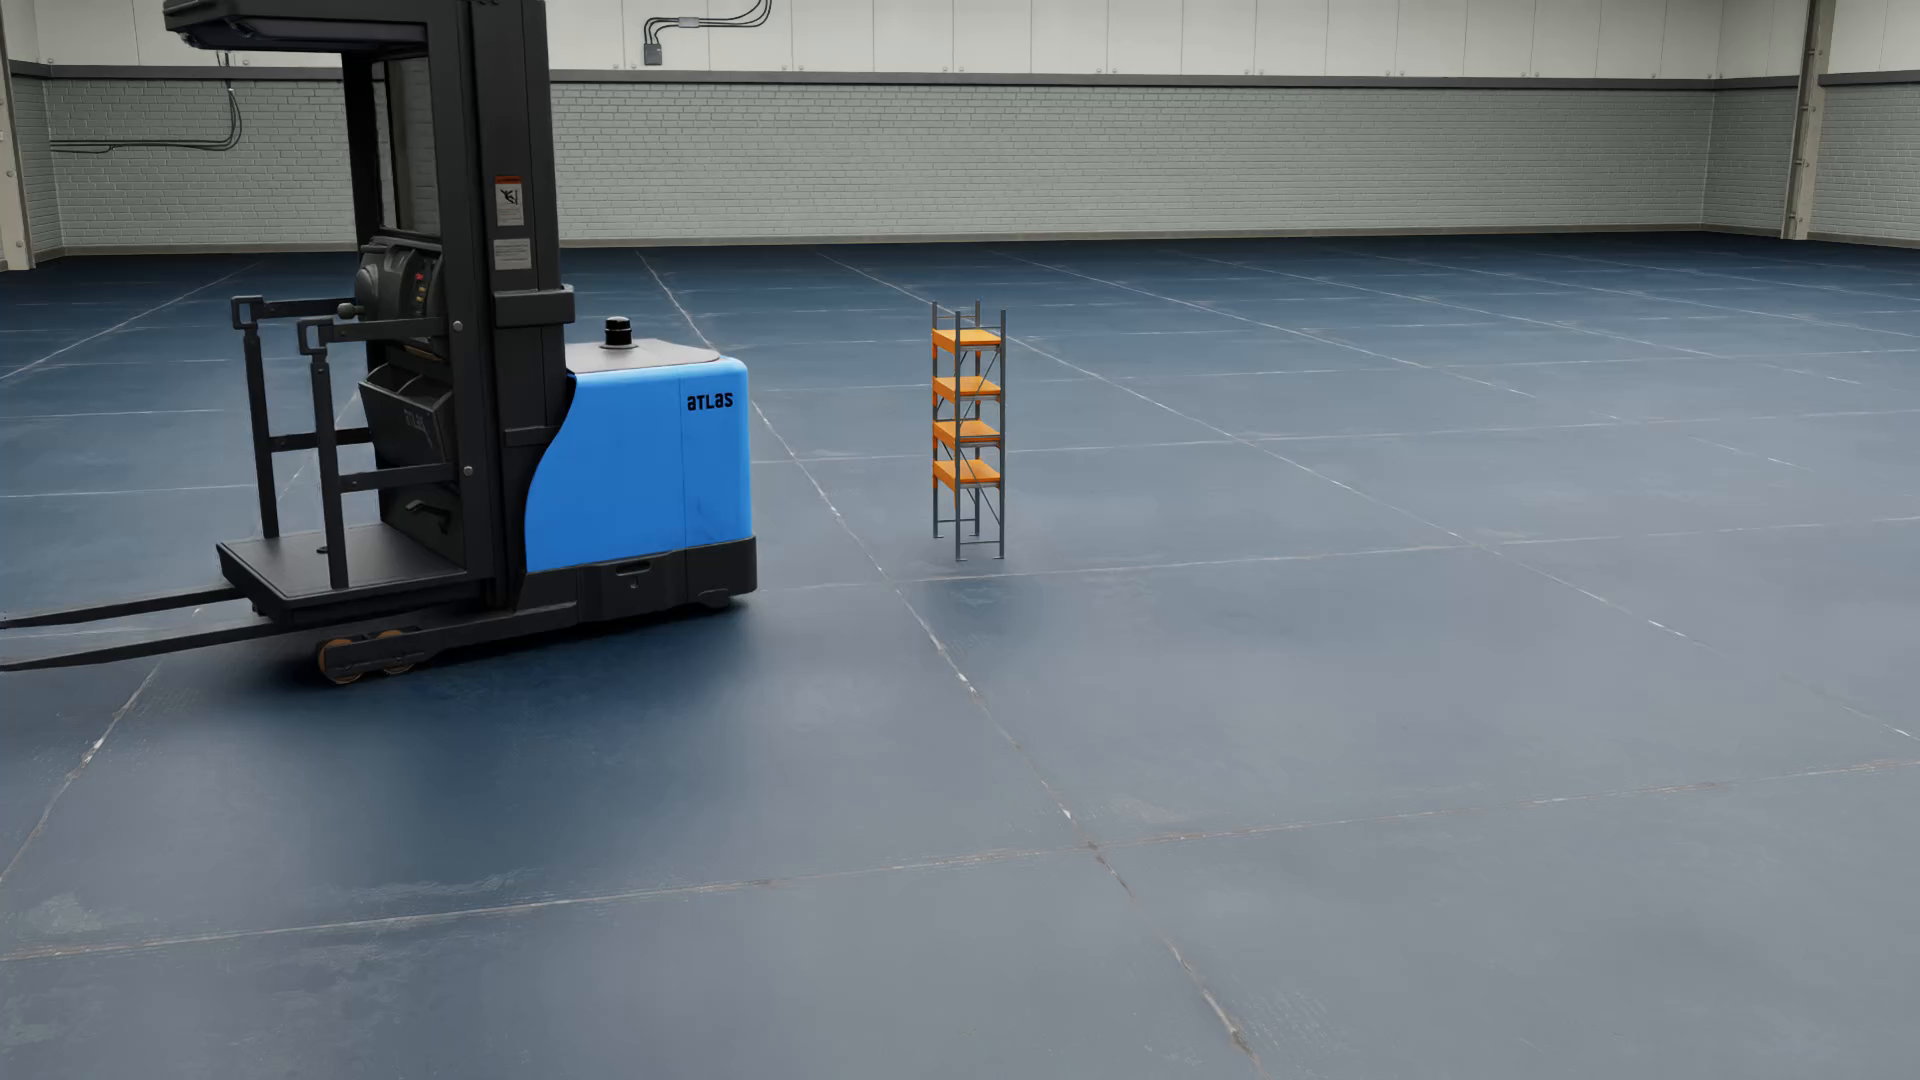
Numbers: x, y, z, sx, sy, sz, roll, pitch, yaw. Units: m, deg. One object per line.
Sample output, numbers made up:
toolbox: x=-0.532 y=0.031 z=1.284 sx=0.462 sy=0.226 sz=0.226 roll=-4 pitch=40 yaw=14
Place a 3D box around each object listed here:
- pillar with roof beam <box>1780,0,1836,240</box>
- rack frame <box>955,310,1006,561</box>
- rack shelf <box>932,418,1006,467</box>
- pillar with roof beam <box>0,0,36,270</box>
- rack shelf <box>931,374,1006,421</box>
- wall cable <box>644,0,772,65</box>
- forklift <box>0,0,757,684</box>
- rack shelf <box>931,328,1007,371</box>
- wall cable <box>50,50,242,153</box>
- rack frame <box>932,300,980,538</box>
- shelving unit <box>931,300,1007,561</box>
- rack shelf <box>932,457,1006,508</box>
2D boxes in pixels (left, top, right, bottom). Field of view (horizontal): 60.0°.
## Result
pillar with roof beam: x=12.128 y=-10.018 z=30.471 sx=9.100 sy=9.000 sz=0.400 roll=-3 pitch=14 yaw=-13
rack frame: x=0.096 y=-0.488 z=7.898 sx=0.240 sy=1.200 sz=0.015 roll=-3 pitch=14 yaw=-13
rack shelf: x=0.039 y=-0.479 z=8.144 sx=0.258 sy=0.148 sz=0.480 roll=-3 pitch=14 yaw=-13
pillar with roof beam: x=-10.122 y=-8.742 z=25.249 sx=9.100 sy=9.000 sz=0.400 roll=-3 pitch=14 yaw=-13
rack shelf: x=0.039 y=-0.697 z=8.091 sx=0.258 sy=0.148 sz=0.480 roll=-3 pitch=14 yaw=-13
wall cable: x=-4.481 y=-11.433 z=29.097 sx=2.305 sy=6.003 sz=0.169 roll=-3 pitch=14 yaw=-13
forklift: x=-2.379 y=-1.028 z=6.458 sx=3.031 sy=2.935 sz=1.130 roll=-10 pitch=17 yaw=-35
rack shelf: x=0.039 y=-0.926 z=8.035 sx=0.258 sy=0.148 sz=0.480 roll=-3 pitch=14 yaw=-13
wall cable: x=-13.713 y=-7.747 z=27.718 sx=3.097 sy=2.526 sz=0.112 roll=-3 pitch=14 yaw=-13
rack frame: x=-0.018 y=-0.601 z=8.359 sx=0.240 sy=1.200 sz=0.015 roll=-3 pitch=14 yaw=-13
shelving unit: x=0.039 y=-0.545 z=8.128 sx=0.258 sy=1.200 sz=0.503 roll=-3 pitch=14 yaw=-13
rack shelf: x=0.039 y=-0.286 z=8.191 sx=0.258 sy=0.148 sz=0.480 roll=-3 pitch=14 yaw=-13
